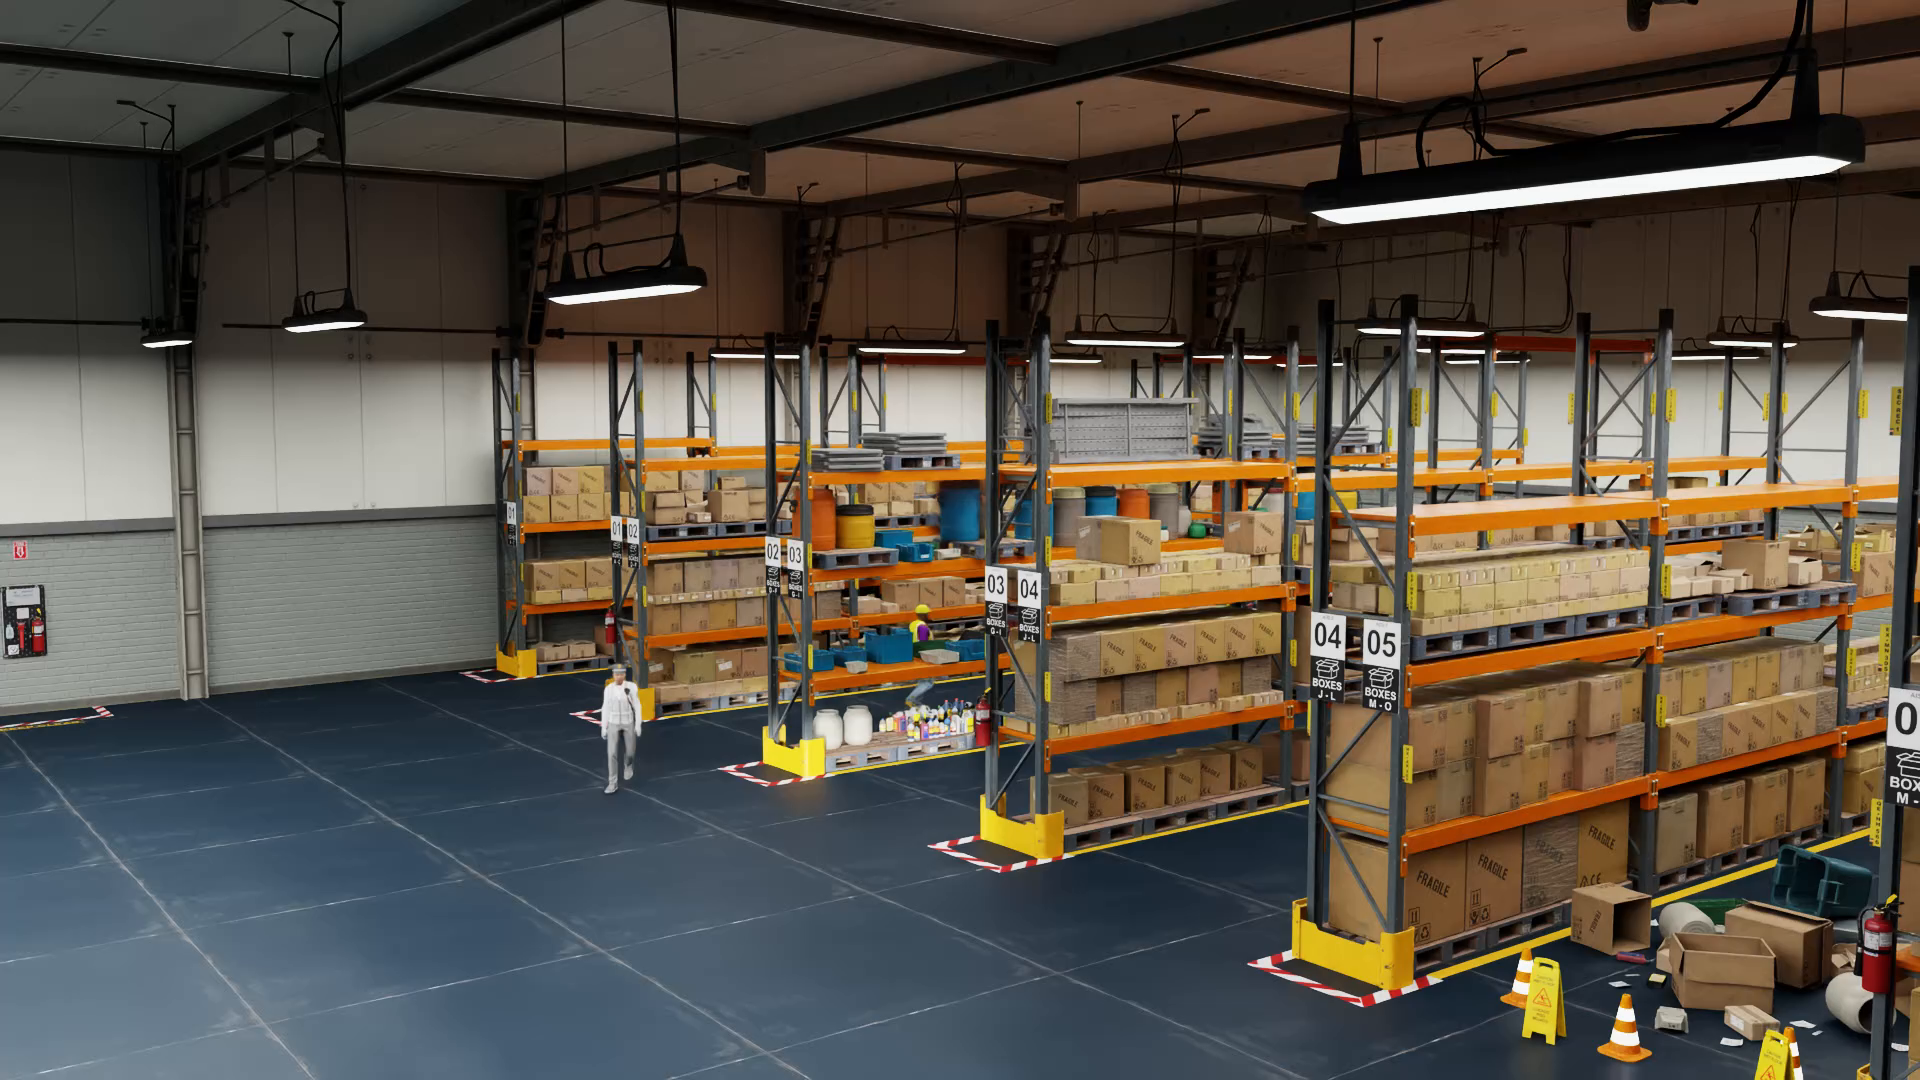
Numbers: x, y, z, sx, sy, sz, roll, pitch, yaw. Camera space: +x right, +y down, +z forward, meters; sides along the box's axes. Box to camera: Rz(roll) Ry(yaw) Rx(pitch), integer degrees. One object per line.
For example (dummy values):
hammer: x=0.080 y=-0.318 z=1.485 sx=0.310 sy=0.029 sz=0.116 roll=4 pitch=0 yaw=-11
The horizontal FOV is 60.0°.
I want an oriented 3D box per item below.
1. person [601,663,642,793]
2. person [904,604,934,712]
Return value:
person: x=-4.430 y=2.416 z=21.760 sx=0.535 sy=1.655 sz=0.771 roll=0 pitch=5 yaw=-2
person: x=-0.683 y=1.924 z=26.914 sx=0.548 sy=1.756 sz=0.610 roll=-2 pitch=5 yaw=-21
